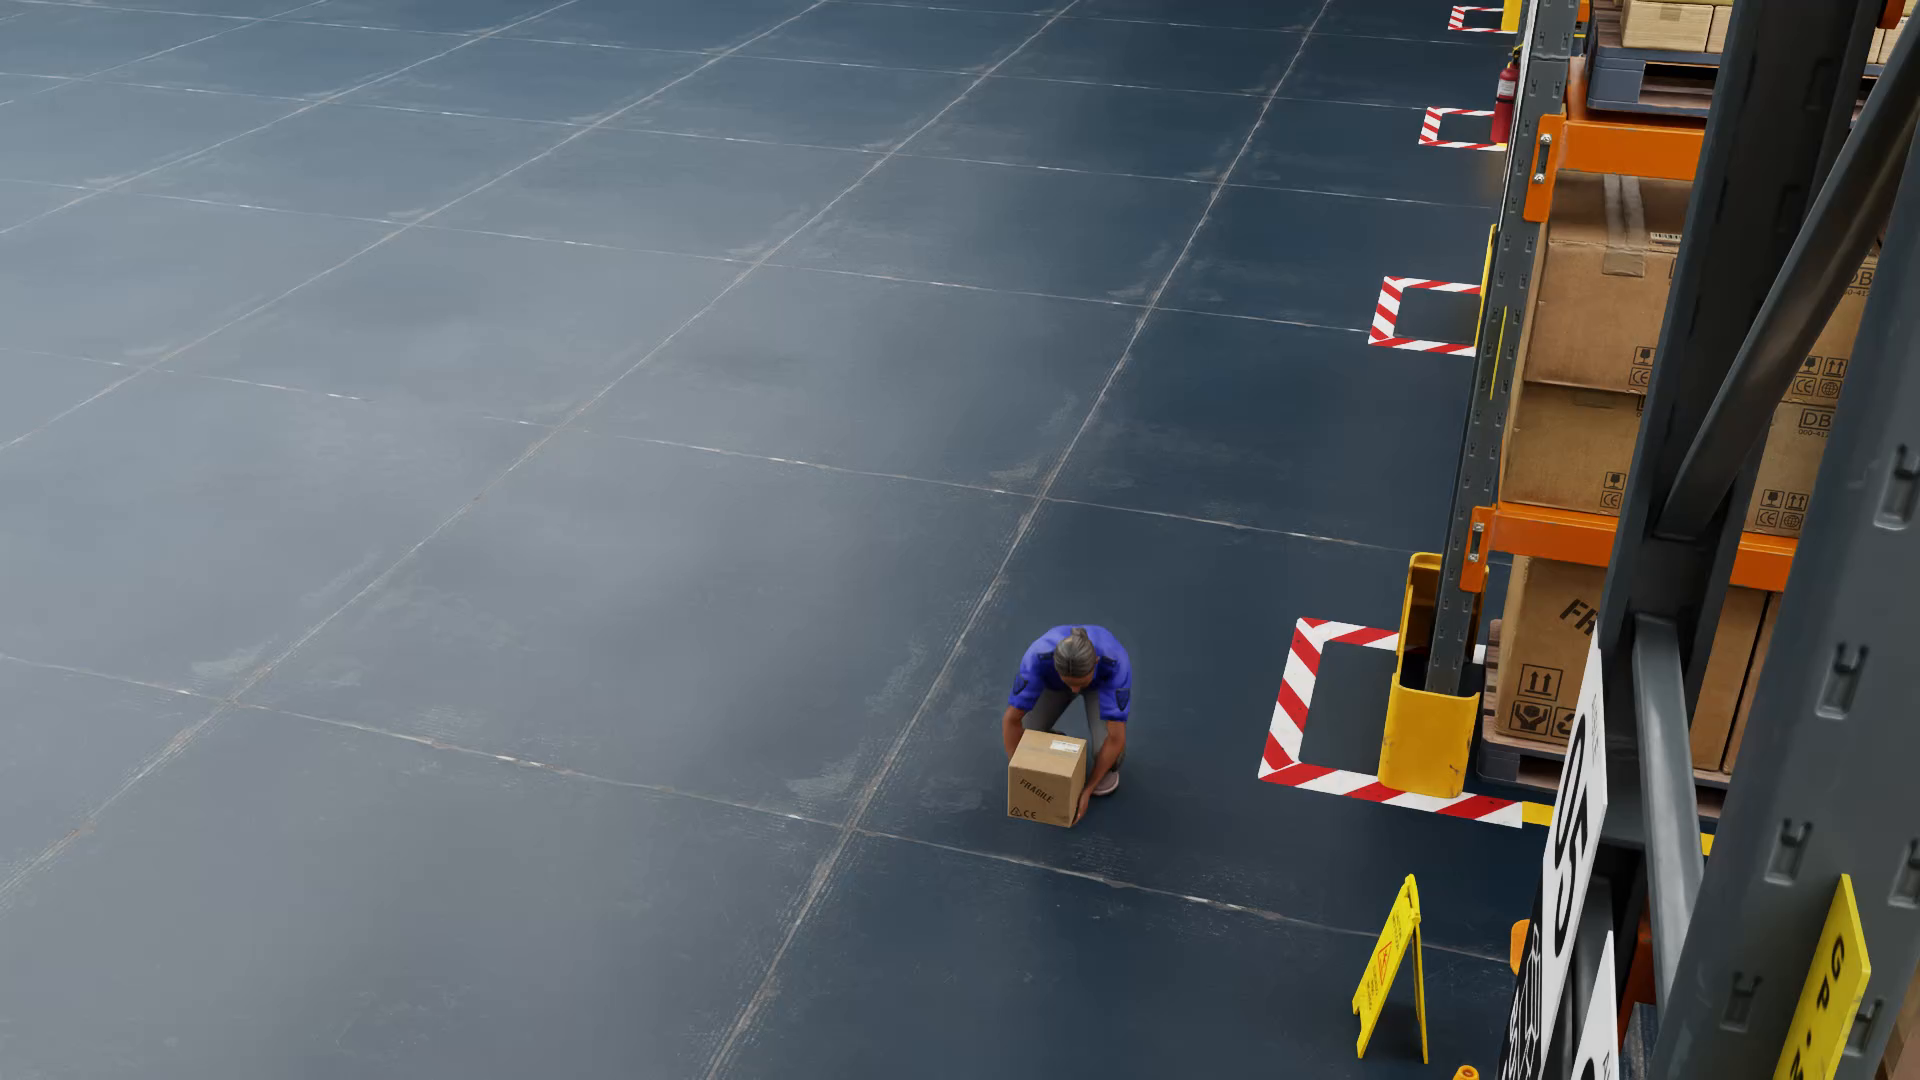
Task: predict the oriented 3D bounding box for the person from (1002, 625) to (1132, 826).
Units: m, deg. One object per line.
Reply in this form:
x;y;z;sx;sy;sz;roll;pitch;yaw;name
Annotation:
0.460;0.664;6.722;0.501;0.915;0.830;9;31;15;person
